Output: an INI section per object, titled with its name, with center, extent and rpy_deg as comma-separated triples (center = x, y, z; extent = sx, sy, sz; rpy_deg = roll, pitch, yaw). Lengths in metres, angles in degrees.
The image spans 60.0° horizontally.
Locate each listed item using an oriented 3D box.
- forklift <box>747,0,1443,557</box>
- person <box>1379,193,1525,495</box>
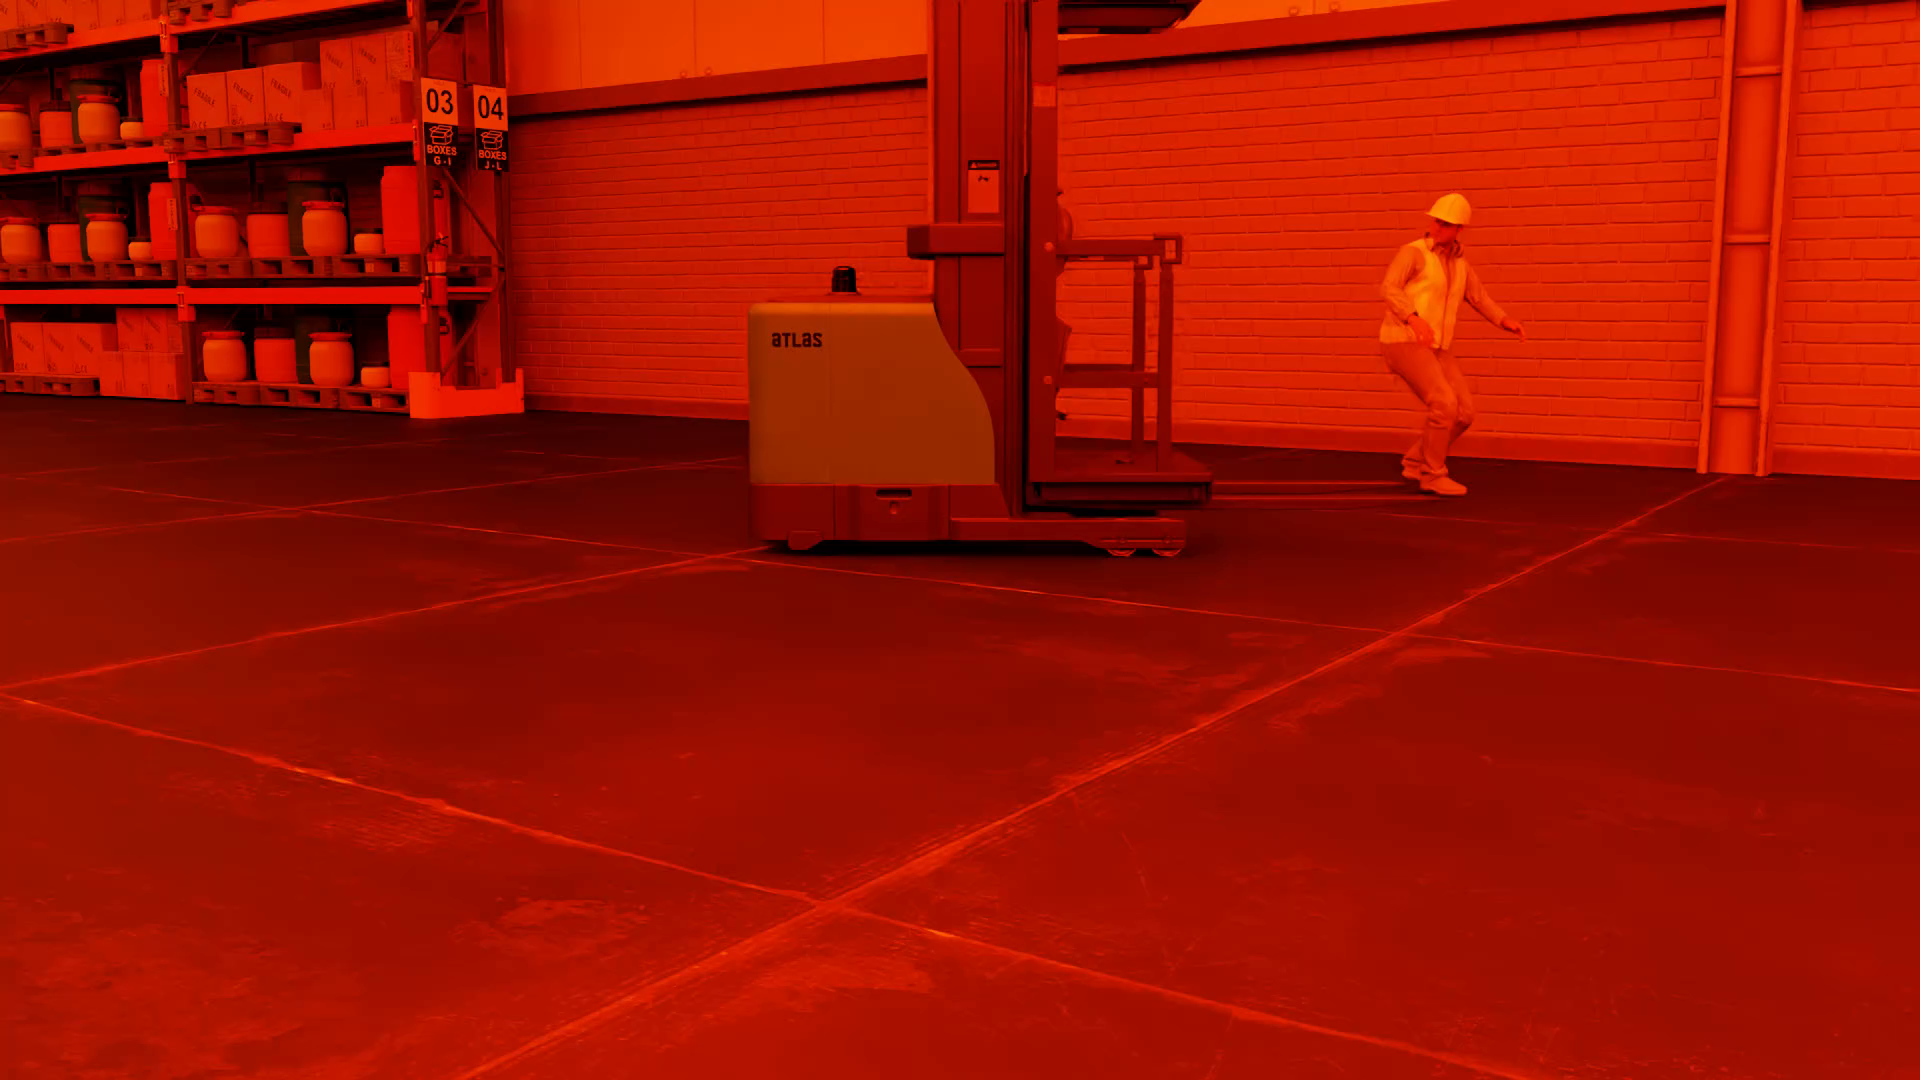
[forklift]
center = 0.597, -1.453, 7.412
extent = 3.031, 2.935, 1.130
rpy_deg = 0, 8, 0
[person]
center = 2.754, -1.098, 9.383
extent = 0.777, 1.687, 0.716
rpy_deg = -8, 11, -43
